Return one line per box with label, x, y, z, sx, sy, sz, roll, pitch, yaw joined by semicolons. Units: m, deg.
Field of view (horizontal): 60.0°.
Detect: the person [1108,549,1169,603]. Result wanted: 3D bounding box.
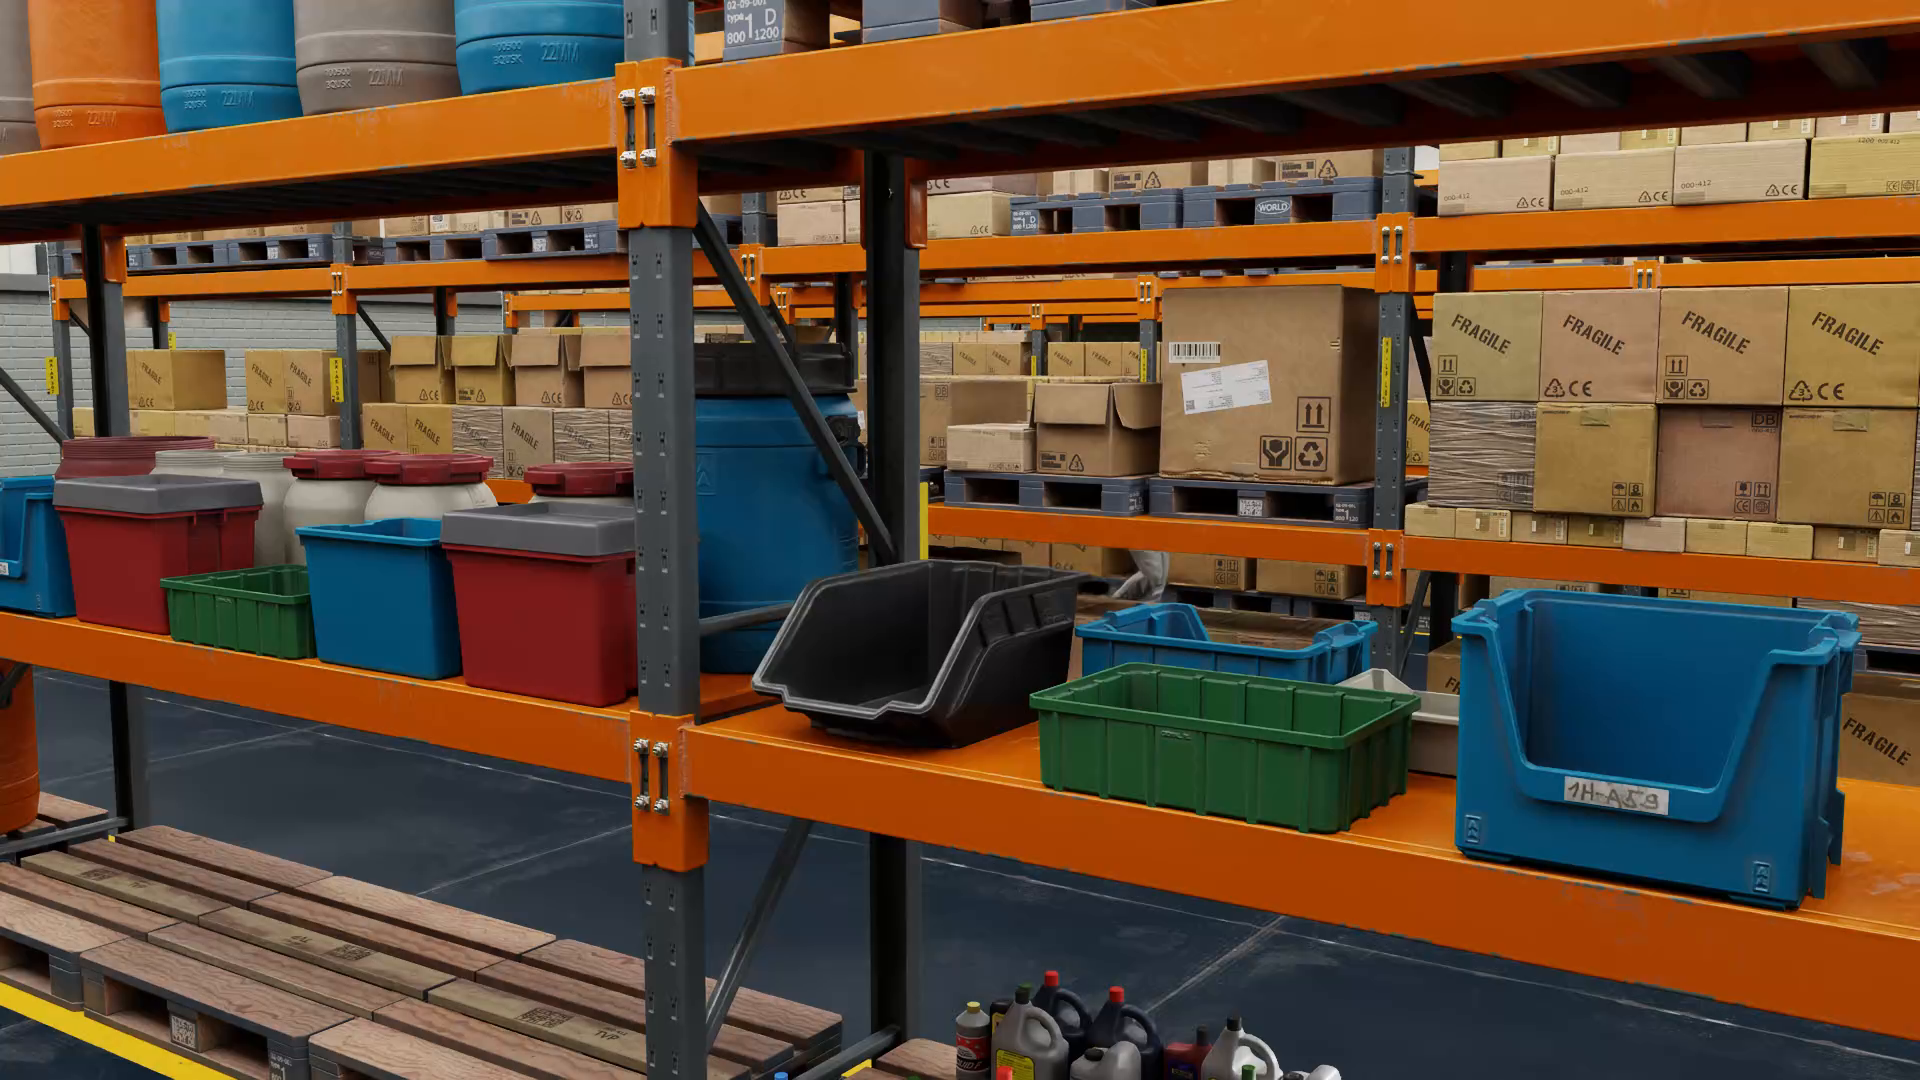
person;1.394;-0.094;12.636;0.487;1.649;0.504;5;8;36
